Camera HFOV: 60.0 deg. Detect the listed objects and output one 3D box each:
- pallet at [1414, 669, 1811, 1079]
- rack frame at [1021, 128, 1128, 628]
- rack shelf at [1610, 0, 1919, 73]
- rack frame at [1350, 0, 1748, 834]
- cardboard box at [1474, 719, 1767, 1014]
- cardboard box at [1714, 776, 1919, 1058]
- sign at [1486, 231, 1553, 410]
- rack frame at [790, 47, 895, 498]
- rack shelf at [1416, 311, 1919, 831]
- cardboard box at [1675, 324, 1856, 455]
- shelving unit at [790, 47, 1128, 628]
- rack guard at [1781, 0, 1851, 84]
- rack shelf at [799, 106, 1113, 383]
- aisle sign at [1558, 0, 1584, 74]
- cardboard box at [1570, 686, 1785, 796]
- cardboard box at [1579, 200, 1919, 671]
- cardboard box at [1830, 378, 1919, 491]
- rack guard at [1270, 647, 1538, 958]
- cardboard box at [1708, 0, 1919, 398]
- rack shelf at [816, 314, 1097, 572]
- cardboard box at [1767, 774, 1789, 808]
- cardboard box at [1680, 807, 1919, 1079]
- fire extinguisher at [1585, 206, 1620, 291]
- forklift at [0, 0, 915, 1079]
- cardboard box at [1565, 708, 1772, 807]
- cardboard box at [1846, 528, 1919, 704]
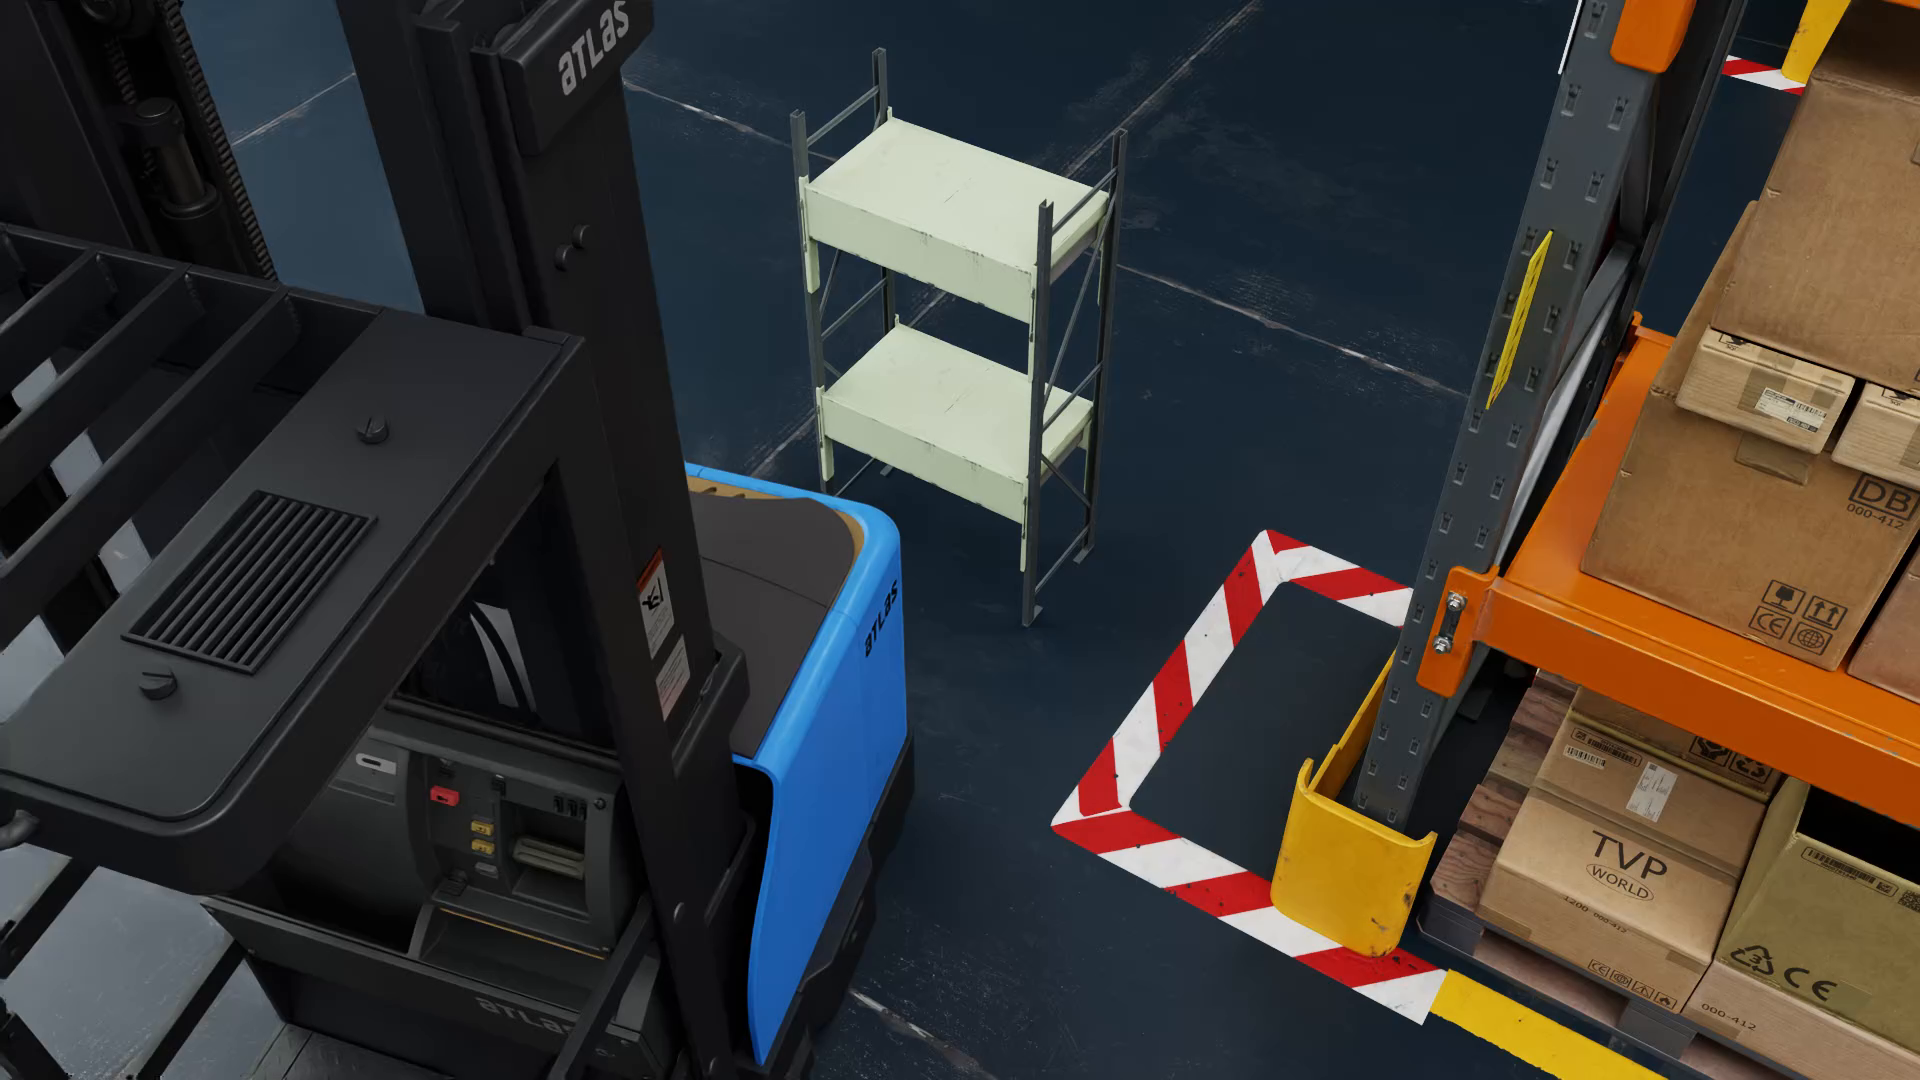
[{"bbox_3d":[1.932,0.866,4.262,1.213,0.211,1.003,25,51,22],"label":"pallet"},{"bbox_3d":[0.302,-0.384,4.577,0.023,1.500,0.400,25,51,22],"label":"rack frame"},{"bbox_3d":[2.949,-0.397,1.954,4.000,0.370,1.077,25,51,22],"label":"rack shelf"},{"bbox_3d":[1.266,-0.377,3.525,0.127,3.000,1.000,25,51,22],"label":"rack frame"},{"bbox_3d":[1.597,0.777,4.028,0.500,0.250,0.500,25,51,22],"label":"cardboard box"},{"bbox_3d":[2.019,0.708,3.572,0.500,0.500,0.500,25,51,22],"label":"cardboard box"},{"bbox_3d":[0.961,-0.373,2.862,0.005,0.325,0.100,25,51,22],"label":"sign"},{"bbox_3d":[-0.314,-0.667,4.852,0.023,1.500,0.400,25,51,22],"label":"rack frame"},{"bbox_3d":[2.949,0.648,3.030,4.000,0.370,1.077,25,51,22],"label":"rack shelf"},{"bbox_3d":[1.480,-0.356,2.982,0.250,0.149,0.380,24,51,22],"label":"cardboard box"},{"bbox_3d":[-0.006,-0.525,4.715,0.755,1.500,0.431,25,51,22],"label":"shelving unit"},{"bbox_3d":[4.001,-2.468,7.300,0.348,0.500,1.175,25,51,22],"label":"rack guard"},{"bbox_3d":[-0.006,-0.797,4.435,0.720,0.370,0.431,25,51,22],"label":"rack shelf"},{"bbox_3d":[1.045,-1.123,2.437,0.004,0.787,0.394,25,51,22],"label":"aisle sign"},{"bbox_3d":[1.878,0.202,4.064,0.500,0.500,0.500,25,51,22],"label":"cardboard box"},{"bbox_3d":[1.652,-0.223,3.306,0.500,0.500,0.700,25,51,22],"label":"cardboard box"},{"bbox_3d":[1.703,-0.255,2.884,0.250,0.149,0.380,23,50,21],"label":"cardboard box"},{"bbox_3d":[1.245,0.485,4.430,0.348,0.500,1.175,25,51,22],"label":"rack guard"},{"bbox_3d":[1.696,-0.655,2.821,0.500,0.500,0.700,25,51,22],"label":"cardboard box"},{"bbox_3d":[-0.006,-0.298,4.948,0.720,0.370,0.431,25,51,22],"label":"rack shelf"},{"bbox_3d":[2.304,0.651,4.151,0.500,0.250,0.500,25,51,22],"label":"cardboard box"},{"bbox_3d":[2.020,0.968,3.842,0.500,0.250,0.500,25,51,22],"label":"cardboard box"},{"bbox_3d":[1.417,-0.676,3.869,0.183,0.674,0.296,25,51,22],"label":"fire extinguisher"},{"bbox_3d":[-1.064,0.557,2.665,1.130,2.935,3.031,13,47,13],"label":"forklift"},{"bbox_3d":[1.877,0.464,4.332,0.500,0.250,0.500,25,51,22],"label":"cardboard box"},{"bbox_3d":[2.096,-0.023,3.111,0.500,0.500,0.700,26,51,23],"label":"cardboard box"}]
